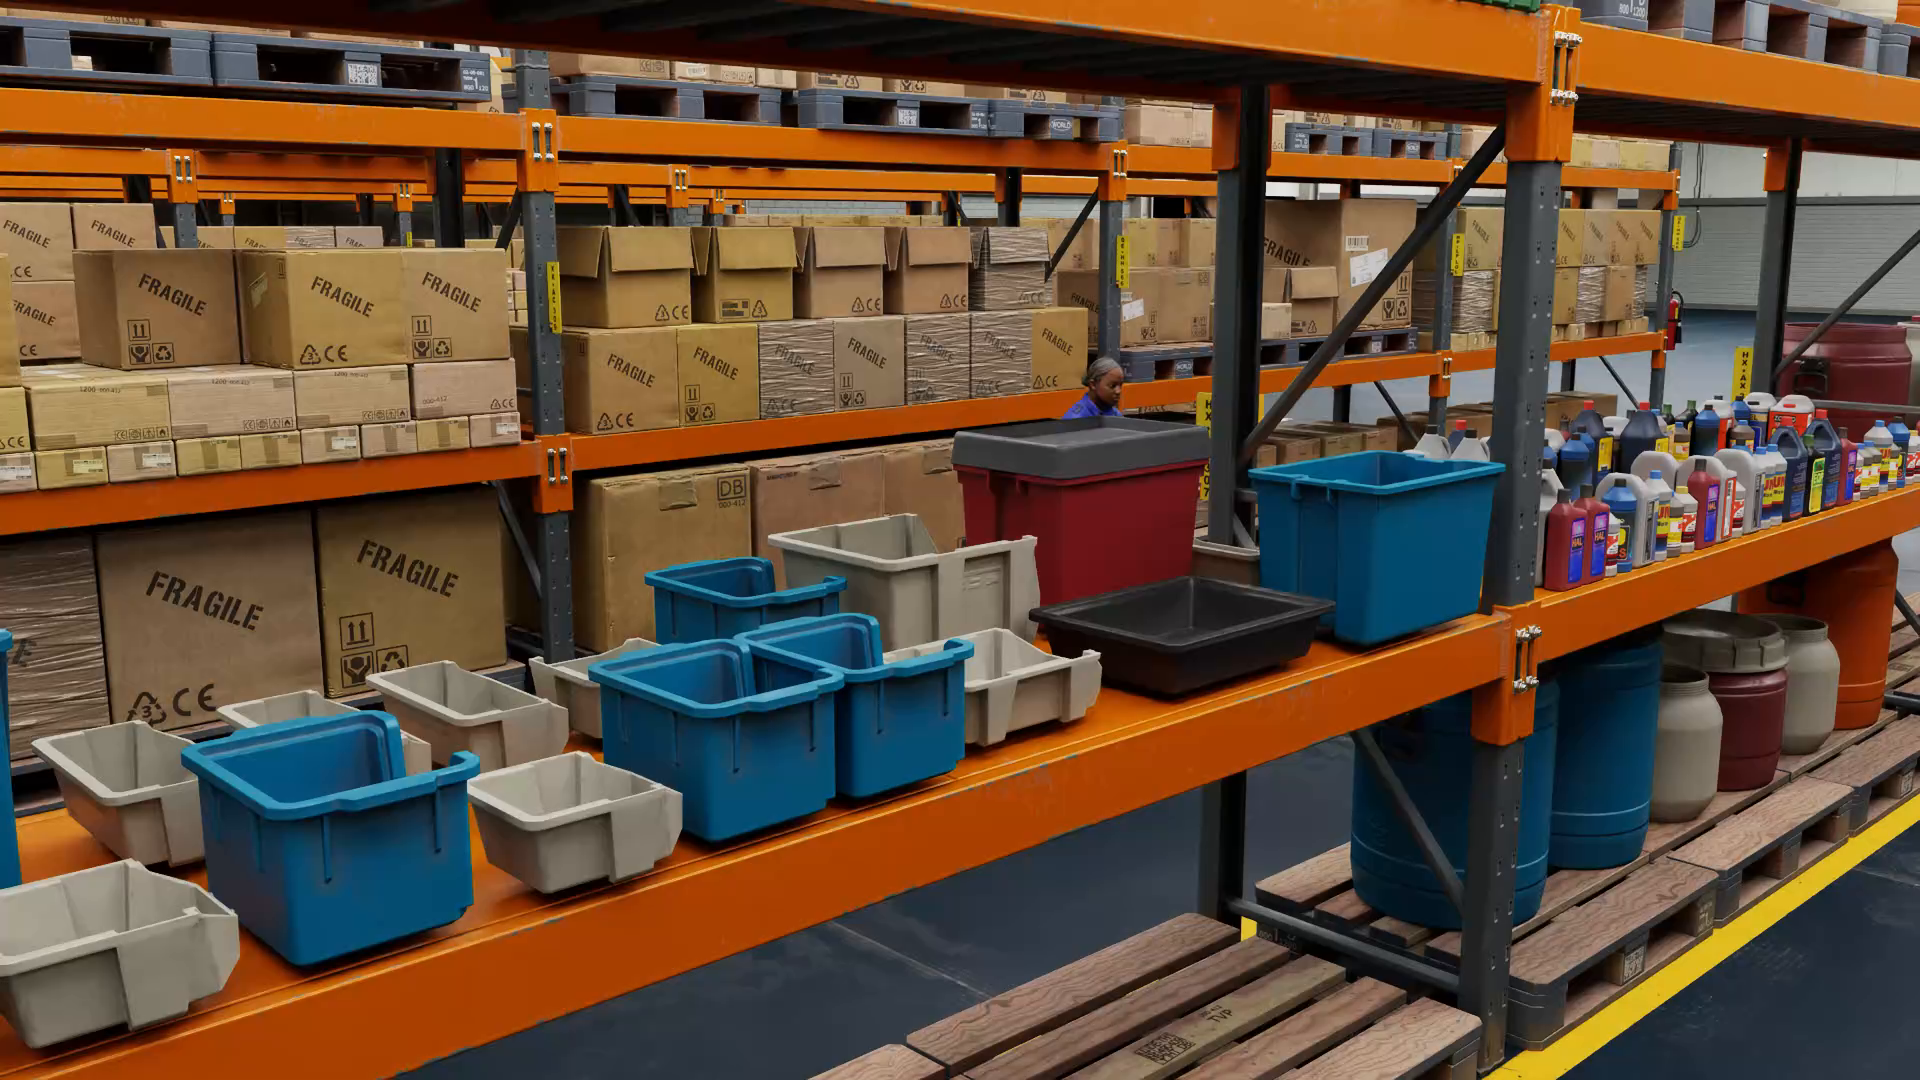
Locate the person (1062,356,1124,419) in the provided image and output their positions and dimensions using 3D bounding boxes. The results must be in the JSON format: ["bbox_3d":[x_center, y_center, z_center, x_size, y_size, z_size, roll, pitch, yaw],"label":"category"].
[{"bbox_3d":[0.673,-0.121,8.577,0.509,1.655,0.349,-10,14,-42],"label":"person"}]
